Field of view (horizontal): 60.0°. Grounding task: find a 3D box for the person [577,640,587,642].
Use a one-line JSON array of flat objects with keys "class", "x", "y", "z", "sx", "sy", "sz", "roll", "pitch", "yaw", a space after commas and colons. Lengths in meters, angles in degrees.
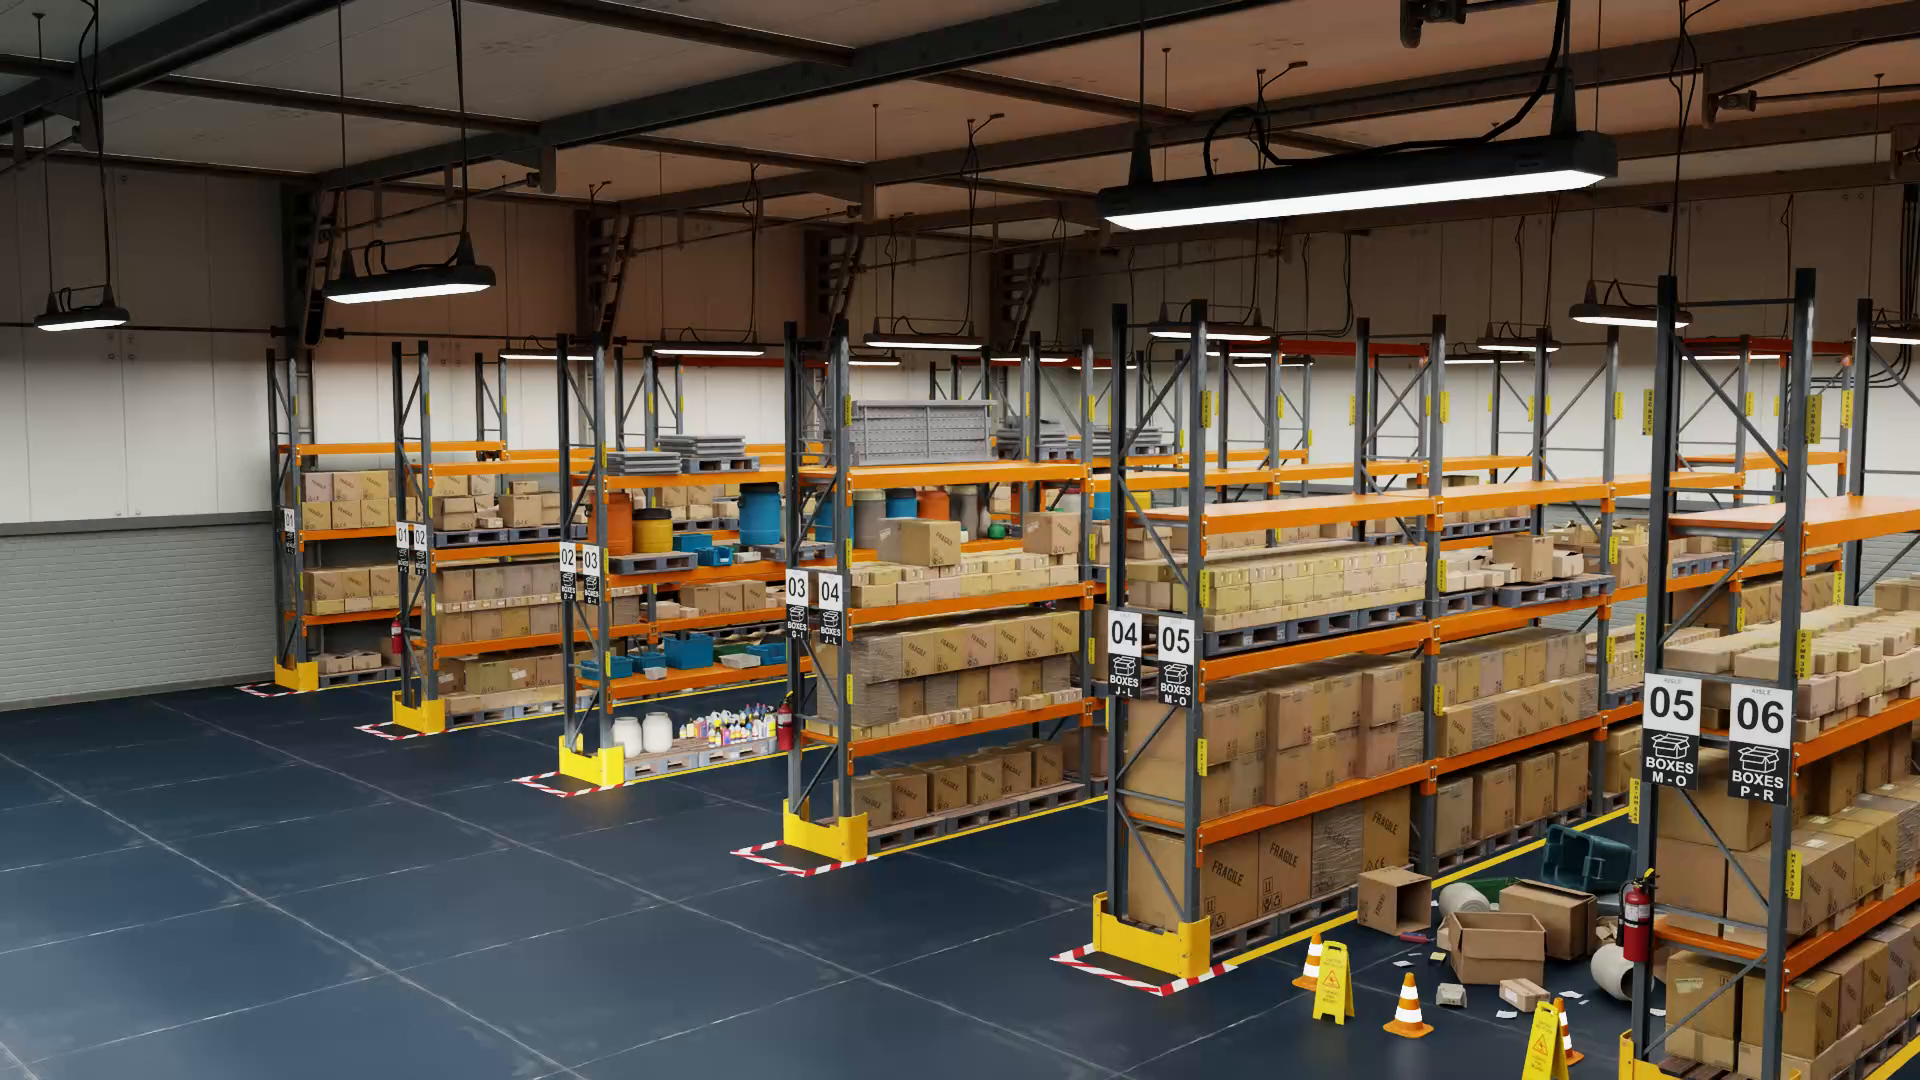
[{"class": "person", "x": -6.775, "y": 1.785, "z": 29.570, "sx": 0.619, "sy": 1.711, "sz": 0.508, "roll": -2, "pitch": 5, "yaw": -22}]
